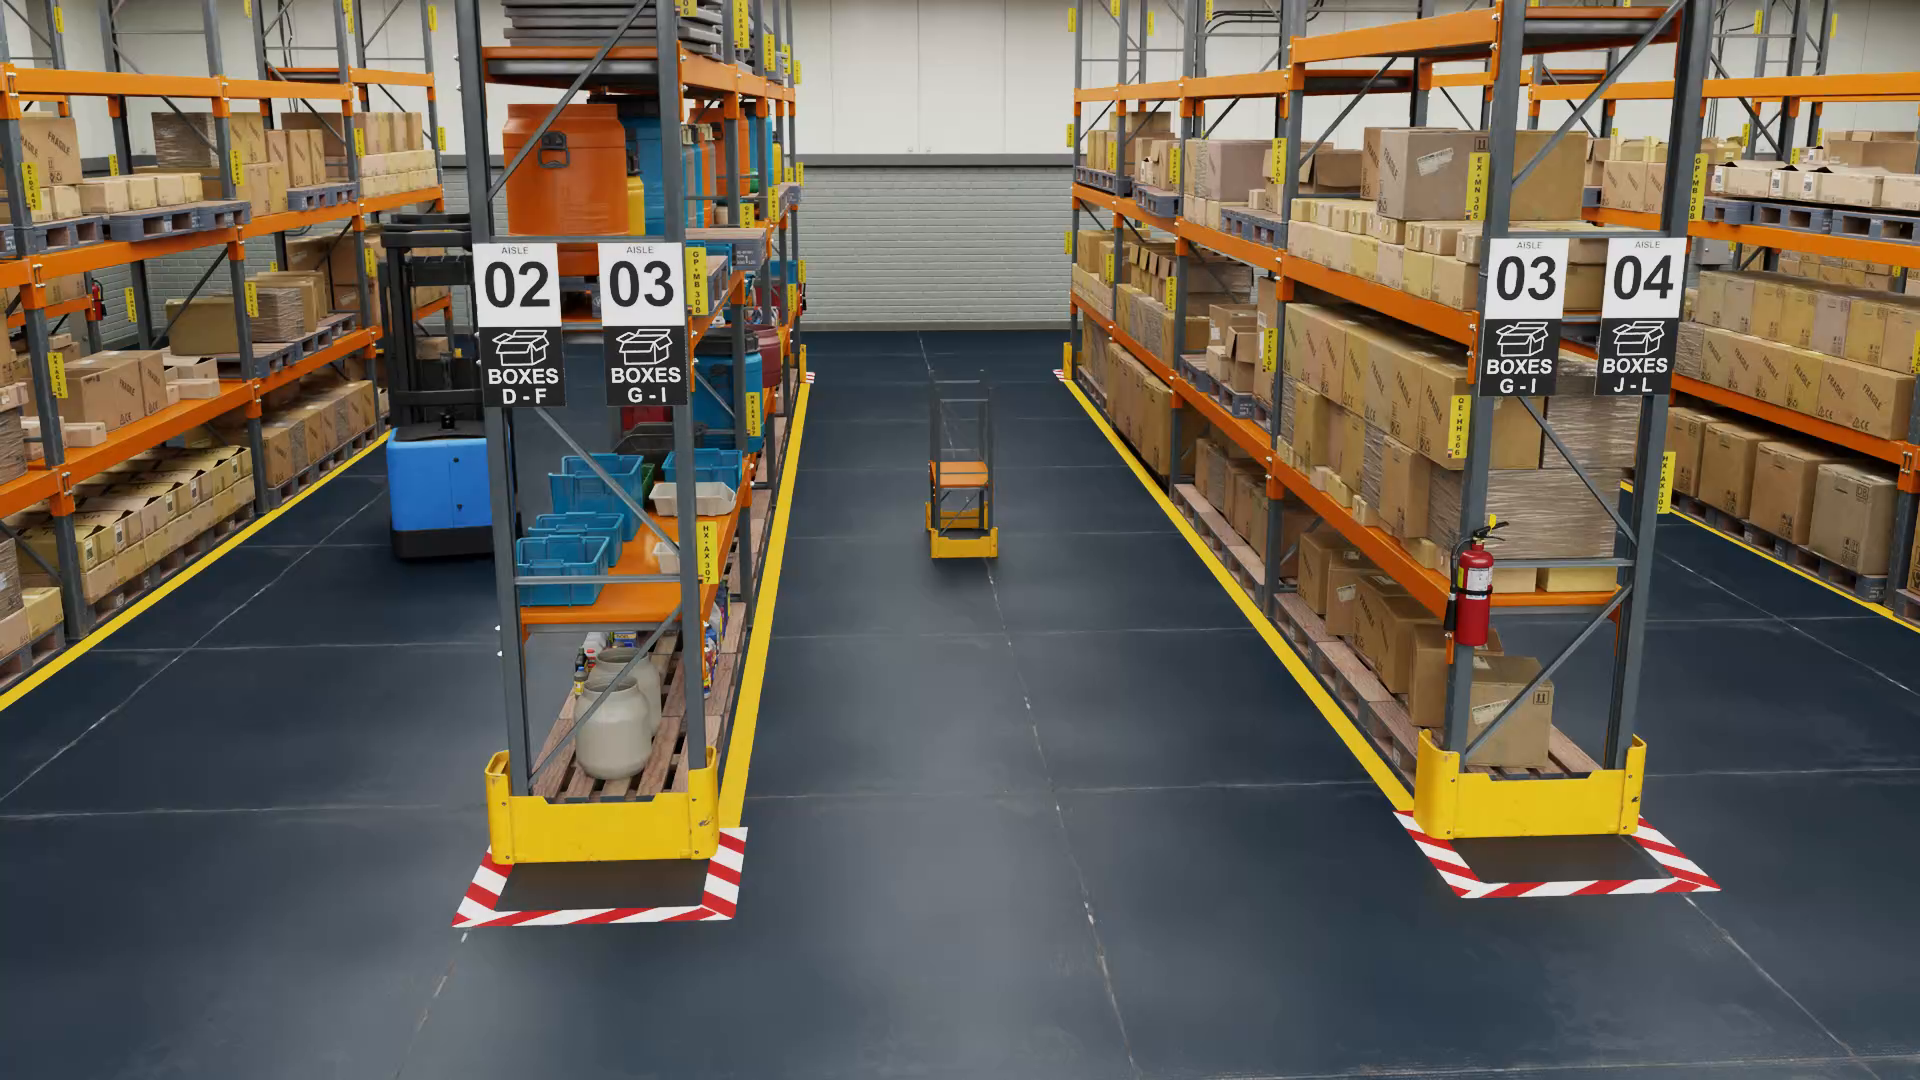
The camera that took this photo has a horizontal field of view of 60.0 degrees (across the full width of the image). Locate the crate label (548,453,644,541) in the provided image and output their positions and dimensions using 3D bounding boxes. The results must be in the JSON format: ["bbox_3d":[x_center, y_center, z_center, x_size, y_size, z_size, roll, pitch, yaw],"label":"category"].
[{"bbox_3d":[-2.213,-0.264,10.185,0.502,0.435,0.616,-1,14,-3],"label":"crate label"}]

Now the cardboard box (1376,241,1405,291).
[{"bbox_3d":[2.774,-1.617,9.797,0.500,0.250,0.500,-1,14,-2],"label":"cardboard box"}]

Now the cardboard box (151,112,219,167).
[{"bbox_3d":[-7.289,-3.801,15.777,0.500,0.500,0.500,-1,14,-3],"label":"cardboard box"}]

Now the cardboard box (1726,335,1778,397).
[{"bbox_3d":[7.399,-1.591,15.215,0.500,0.500,0.500,-1,14,-3],"label":"cardboard box"}]

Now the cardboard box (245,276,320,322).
[{"bbox_3d":[-7.604,-2.663,18.535,0.700,0.500,0.500,1,14,5],"label":"cardboard box"}]

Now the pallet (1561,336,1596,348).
[{"bbox_3d":[7.412,-2.309,18.591,1.003,0.211,1.213,-1,14,-3],"label":"pallet"}]

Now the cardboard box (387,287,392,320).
[{"bbox_3d":[-7.311,-3.009,20.723,0.500,0.500,0.500,-1,14,-2],"label":"cardboard box"}]

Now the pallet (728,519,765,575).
[{"bbox_3d":[-2.243,0.064,14.579,1.003,0.211,1.213,-1,14,-3],"label":"pallet"}]

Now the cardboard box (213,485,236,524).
[{"bbox_3d":[-6.957,-0.324,15.164,0.500,0.250,0.500,-1,14,-4],"label":"cardboard box"}]

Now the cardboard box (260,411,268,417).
[{"bbox_3d":[-7.592,-1.067,17.512,0.500,0.500,0.500,-1,14,-5],"label":"cardboard box"}]

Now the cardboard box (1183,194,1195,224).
[{"bbox_3d":[2.394,-3.118,15.632,0.500,0.250,0.500,-1,14,-2],"label":"cardboard box"}]

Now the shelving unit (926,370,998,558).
[{"bbox_3d":[0.005,-0.707,14.989,0.587,1.500,1.083,-1,14,-3],"label":"shelving unit"}]

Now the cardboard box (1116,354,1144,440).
[{"bbox_3d":[2.487,-1.647,19.054,1.225,0.875,0.875,-1,14,-5],"label":"cardboard box"}]

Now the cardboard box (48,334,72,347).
[{"bbox_3d":[-12.375,-2.725,22.692,0.380,0.149,0.250,-1,14,-4],"label":"cardboard box"}]

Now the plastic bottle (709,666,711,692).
[{"bbox_3d":[-1.636,0.868,10.591,0.097,0.201,0.097,0,14,0],"label":"plastic bottle"}]

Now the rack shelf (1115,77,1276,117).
[{"bbox_3d":[2.495,-4.720,17.781,1.077,0.370,4.000,-1,14,-3],"label":"rack shelf"}]

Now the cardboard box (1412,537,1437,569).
[{"bbox_3d":[2.809,0.061,9.498,0.380,0.149,0.250,-1,14,-3],"label":"cardboard box"}]

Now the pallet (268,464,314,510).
[{"bbox_3d":[-7.277,-0.543,16.937,1.003,0.211,1.213,-1,14,-3],"label":"pallet"}]

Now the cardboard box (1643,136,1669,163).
[{"bbox_3d":[7.245,-4.006,17.045,0.396,0.266,0.258,-1,14,-3],"label":"cardboard box"}]

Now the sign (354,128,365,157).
[{"bbox_3d":[-6.963,-4.605,19.281,0.100,0.325,0.005,-1,14,-3],"label":"sign"}]

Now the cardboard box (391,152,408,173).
[{"bbox_3d":[-7.382,-4.822,21.250,0.500,0.250,0.500,-1,14,-3],"label":"cardboard box"}]

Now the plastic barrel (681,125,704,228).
[{"bbox_3d":[-2.406,-2.932,13.599,0.600,0.901,0.708,-1,14,-3],"label":"plastic barrel"}]

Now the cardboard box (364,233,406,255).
[{"bbox_3d":[-7.328,-3.612,21.063,0.500,0.500,0.500,-1,14,-5],"label":"cardboard box"}]

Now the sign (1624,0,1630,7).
[{"bbox_3d":[7.881,-6.350,19.678,0.100,0.325,0.005,-1,14,-3],"label":"sign"}]

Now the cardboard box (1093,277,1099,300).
[{"bbox_3d":[2.016,-3.287,21.709,0.500,0.250,0.500,-1,14,-2],"label":"cardboard box"}]

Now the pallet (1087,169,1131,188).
[{"bbox_3d":[2.258,-4.770,21.928,1.003,0.211,1.213,-1,14,-3],"label":"pallet"}]

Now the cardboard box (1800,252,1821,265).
[{"bbox_3d":[11.870,-4.030,22.687,0.500,0.500,0.500,-1,14,-3],"label":"cardboard box"}]

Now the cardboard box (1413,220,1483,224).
[{"bbox_3d":[2.830,-1.765,9.573,0.380,0.149,0.250,-1,14,-3],"label":"cardboard box"}]

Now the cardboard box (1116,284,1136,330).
[{"bbox_3d":[2.150,-2.784,19.851,0.500,0.500,0.500,-1,14,-3],"label":"cardboard box"}]

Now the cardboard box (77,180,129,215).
[{"bbox_3d":[-7.078,-2.772,13.443,0.500,0.250,0.500,-2,15,-8],"label":"cardboard box"}]

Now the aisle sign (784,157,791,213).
[{"bbox_3d":[-2.532,-5.054,23.655,0.394,0.787,0.004,-1,14,-3],"label":"aisle sign"}]

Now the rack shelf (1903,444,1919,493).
[{"bbox_3d":[7.948,-0.070,10.946,1.077,0.370,4.000,-1,14,-3],"label":"rack shelf"}]

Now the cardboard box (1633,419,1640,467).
[{"bbox_3d":[7.274,-1.063,17.536,0.500,0.500,0.500,-1,14,-4],"label":"cardboard box"}]

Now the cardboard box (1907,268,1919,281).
[{"bbox_3d":[12.003,-3.426,20.338,0.500,0.500,0.500,-1,14,-3],"label":"cardboard box"}]

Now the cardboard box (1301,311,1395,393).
[{"bbox_3d":[2.674,-1.301,11.482,0.500,0.500,0.500,-1,14,-3],"label":"cardboard box"}]

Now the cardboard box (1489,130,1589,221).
[{"bbox_3d":[3.292,-2.130,9.689,0.500,0.500,0.500,-1,14,-4],"label":"cardboard box"}]

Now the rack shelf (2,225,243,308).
[{"bbox_3d":[-7.145,-2.314,13.648,1.077,0.370,4.000,-1,14,-3],"label":"rack shelf"}]

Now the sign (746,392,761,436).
[{"bbox_3d":[-1.527,-0.928,12.281,0.100,0.325,0.005,-1,14,-3],"label":"sign"}]

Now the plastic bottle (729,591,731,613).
[{"bbox_3d":[-1.743,0.440,12.255,0.097,0.201,0.097,0,14,0],"label":"plastic bottle"}]

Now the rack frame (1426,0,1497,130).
[{"bbox_3d":[7.080,-6.806,23.641,1.000,3.000,0.127,-1,14,-3],"label":"rack frame"}]

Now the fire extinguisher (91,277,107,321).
[{"bbox_3d":[-12.257,-3.446,23.527,0.296,0.674,0.183,-1,14,-3],"label":"fire extinguisher"}]

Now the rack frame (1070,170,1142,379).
[{"bbox_3d":[2.123,-3.849,24.189,1.000,3.000,0.127,-1,14,-3],"label":"rack frame"}]

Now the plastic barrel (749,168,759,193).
[{"bbox_3d":[-2.161,-3.631,16.790,0.294,0.245,0.294,0,14,0],"label":"plastic barrel"}]

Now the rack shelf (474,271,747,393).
[{"bbox_3d":[-1.953,-1.395,10.075,1.077,0.370,4.000,-1,14,-3],"label":"rack shelf"}]

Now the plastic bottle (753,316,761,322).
[{"bbox_3d":[-2.295,-2.399,18.814,0.097,0.271,0.097,0,14,0],"label":"plastic bottle"}]

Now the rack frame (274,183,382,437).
[{"bbox_3d":[-7.516,-2.702,19.732,1.000,3.000,0.127,-1,14,-3],"label":"rack frame"}]

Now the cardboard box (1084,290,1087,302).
[{"bbox_3d":[1.898,-3.314,22.615,0.380,0.149,0.250,-1,14,-4],"label":"cardboard box"}]

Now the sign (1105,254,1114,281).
[{"bbox_3d":[1.817,-3.303,20.170,0.100,0.325,0.005,-1,14,-3],"label":"sign"}]

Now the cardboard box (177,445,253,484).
[{"bbox_3d":[-6.990,-0.724,15.594,0.500,0.311,0.500,-1,14,-2],"label":"cardboard box"}]

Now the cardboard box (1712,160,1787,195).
[{"bbox_3d":[7.401,-3.389,15.516,0.500,0.311,0.500,-1,14,-3],"label":"cardboard box"}]

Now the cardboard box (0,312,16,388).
[{"bbox_3d":[-6.987,-1.279,11.396,0.700,0.500,0.500,-1,14,-3],"label":"cardboard box"}]

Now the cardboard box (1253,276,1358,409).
[{"bbox_3d":[2.957,-1.558,13.239,1.000,1.000,1.000,-1,14,-3],"label":"cardboard box"}]

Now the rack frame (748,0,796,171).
[{"bbox_3d":[-2.820,-6.678,23.144,1.000,3.000,0.127,-1,14,-3],"label":"rack frame"}]

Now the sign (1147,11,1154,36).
[{"bbox_3d":[2.666,-7.250,23.334,0.100,0.325,0.005,-1,14,-3],"label":"sign"}]

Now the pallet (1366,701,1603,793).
[{"bbox_3d":[3.095,1.259,9.932,1.003,0.211,1.213,-1,14,-3],"label":"pallet"}]

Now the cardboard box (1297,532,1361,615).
[{"bbox_3d":[2.852,0.243,12.460,0.500,0.500,0.500,-1,14,-5],"label":"cardboard box"}]

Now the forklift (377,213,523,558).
[{"bbox_3d":[-4.767,-1.587,15.535,1.130,2.935,3.031,-4,15,-14],"label":"forklift"}]
